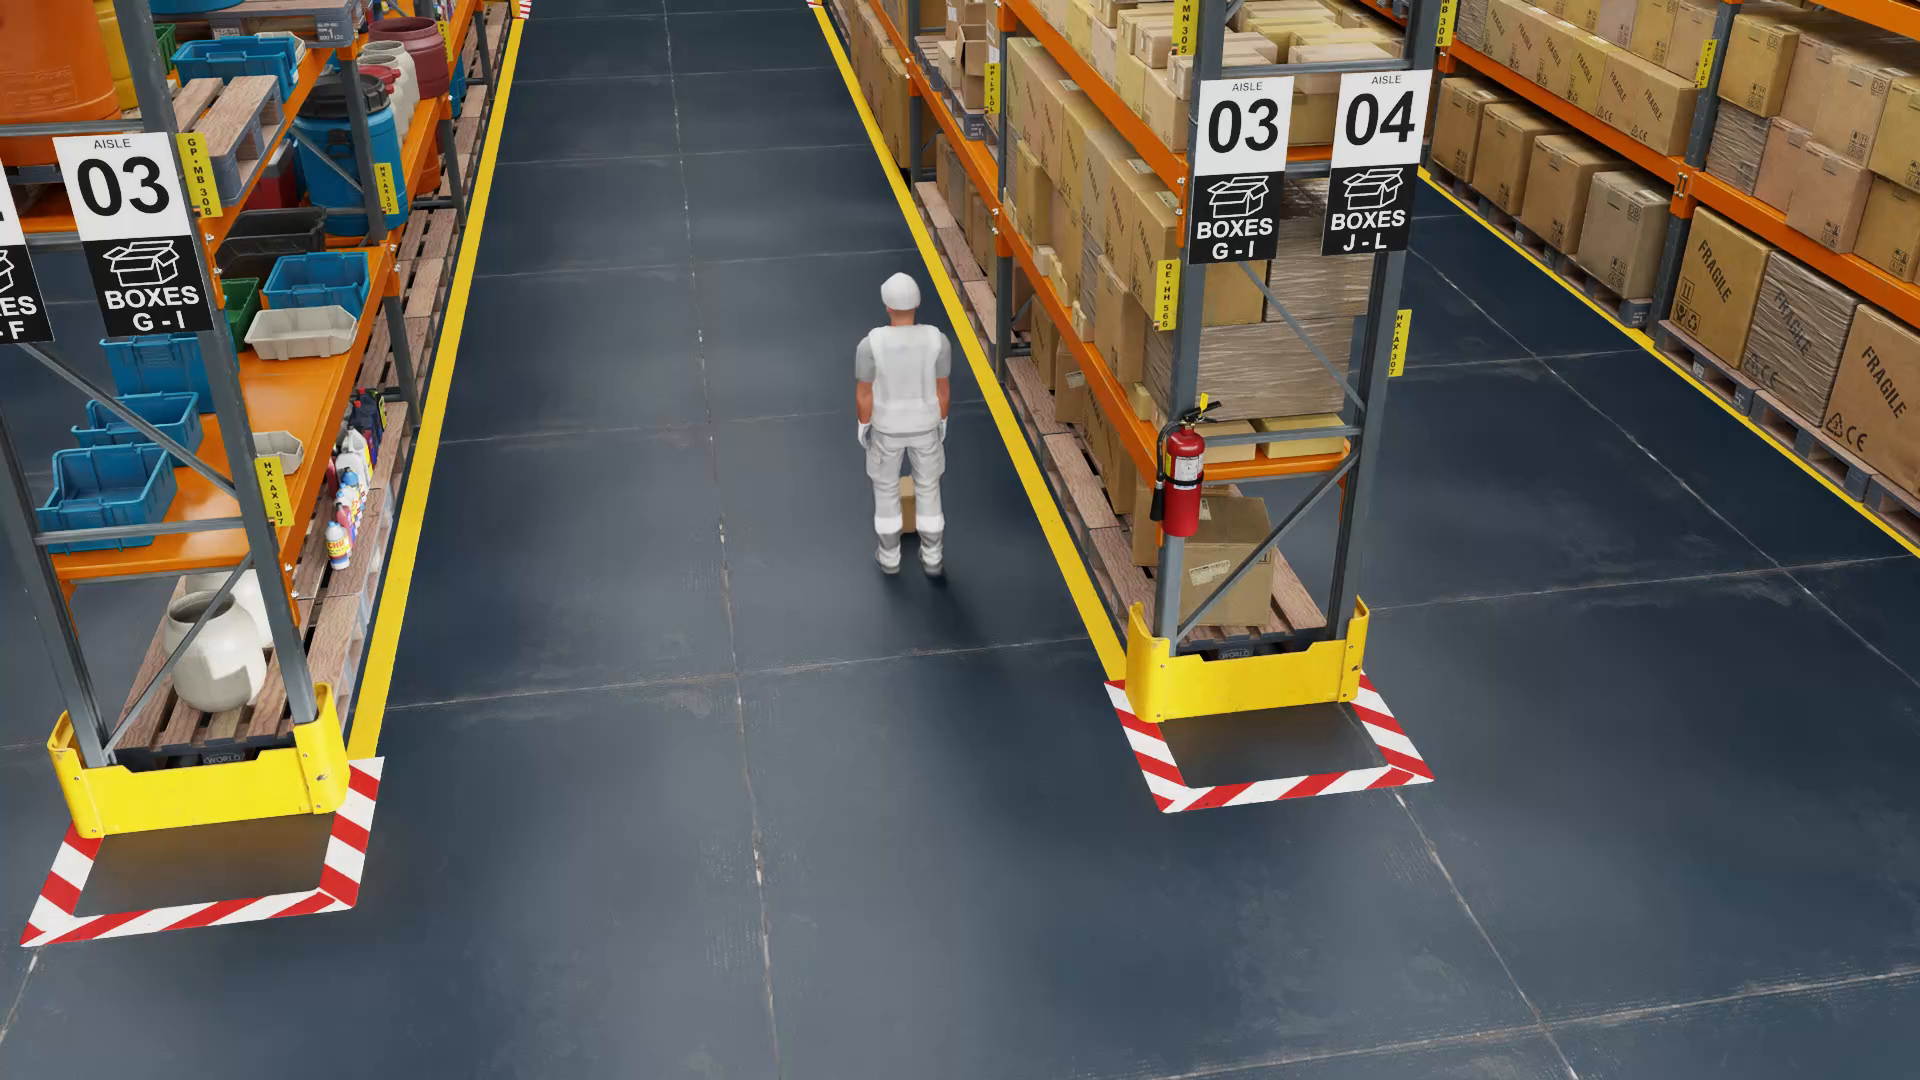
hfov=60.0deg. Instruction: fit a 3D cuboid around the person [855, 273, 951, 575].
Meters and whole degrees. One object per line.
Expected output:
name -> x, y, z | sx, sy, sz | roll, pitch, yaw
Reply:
person -> -0.312, -0.635, 9.200 | 0.523, 1.786, 0.346 | -5, 31, -8
